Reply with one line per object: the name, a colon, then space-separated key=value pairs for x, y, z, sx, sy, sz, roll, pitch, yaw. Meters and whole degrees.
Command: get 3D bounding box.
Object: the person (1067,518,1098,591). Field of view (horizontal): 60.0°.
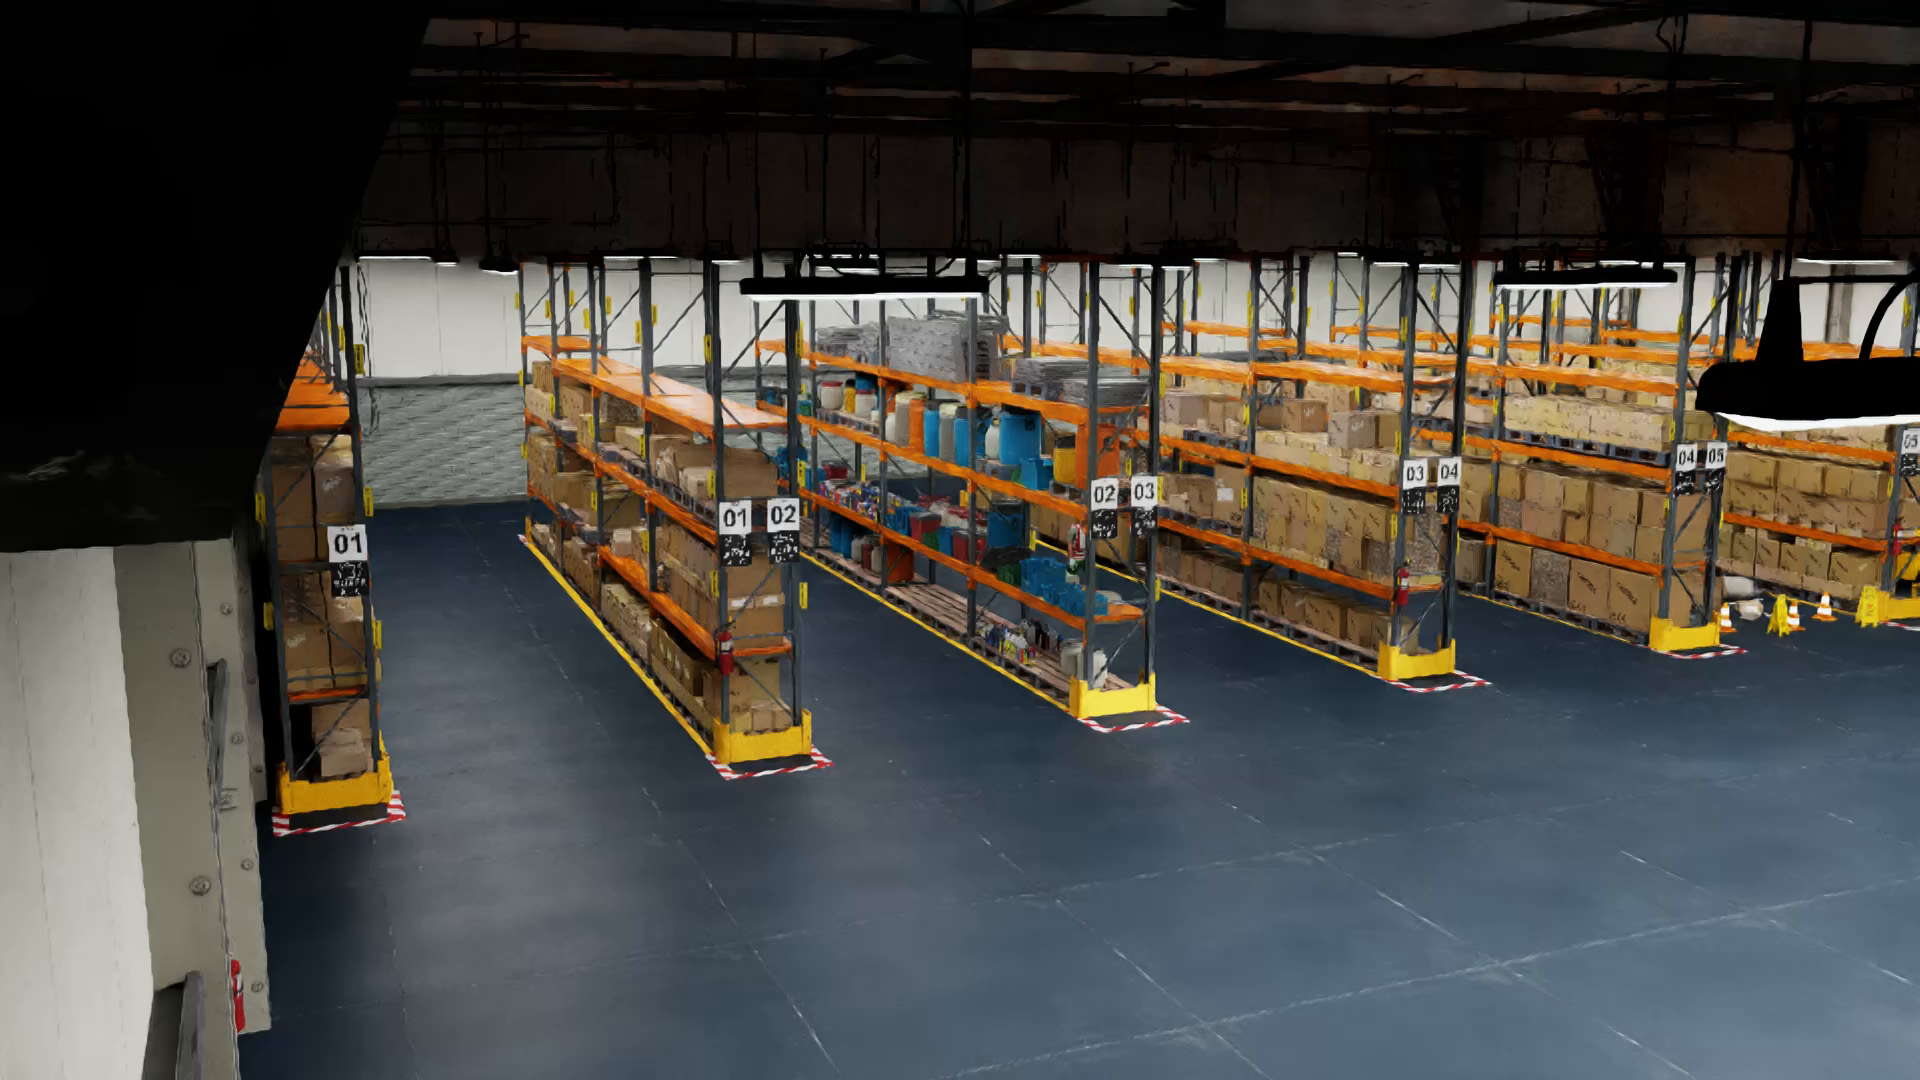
person: x=2.108 y=0.291 z=28.588 sx=0.557 sy=1.704 sz=1.114 roll=-5 pitch=11 yaw=-24
